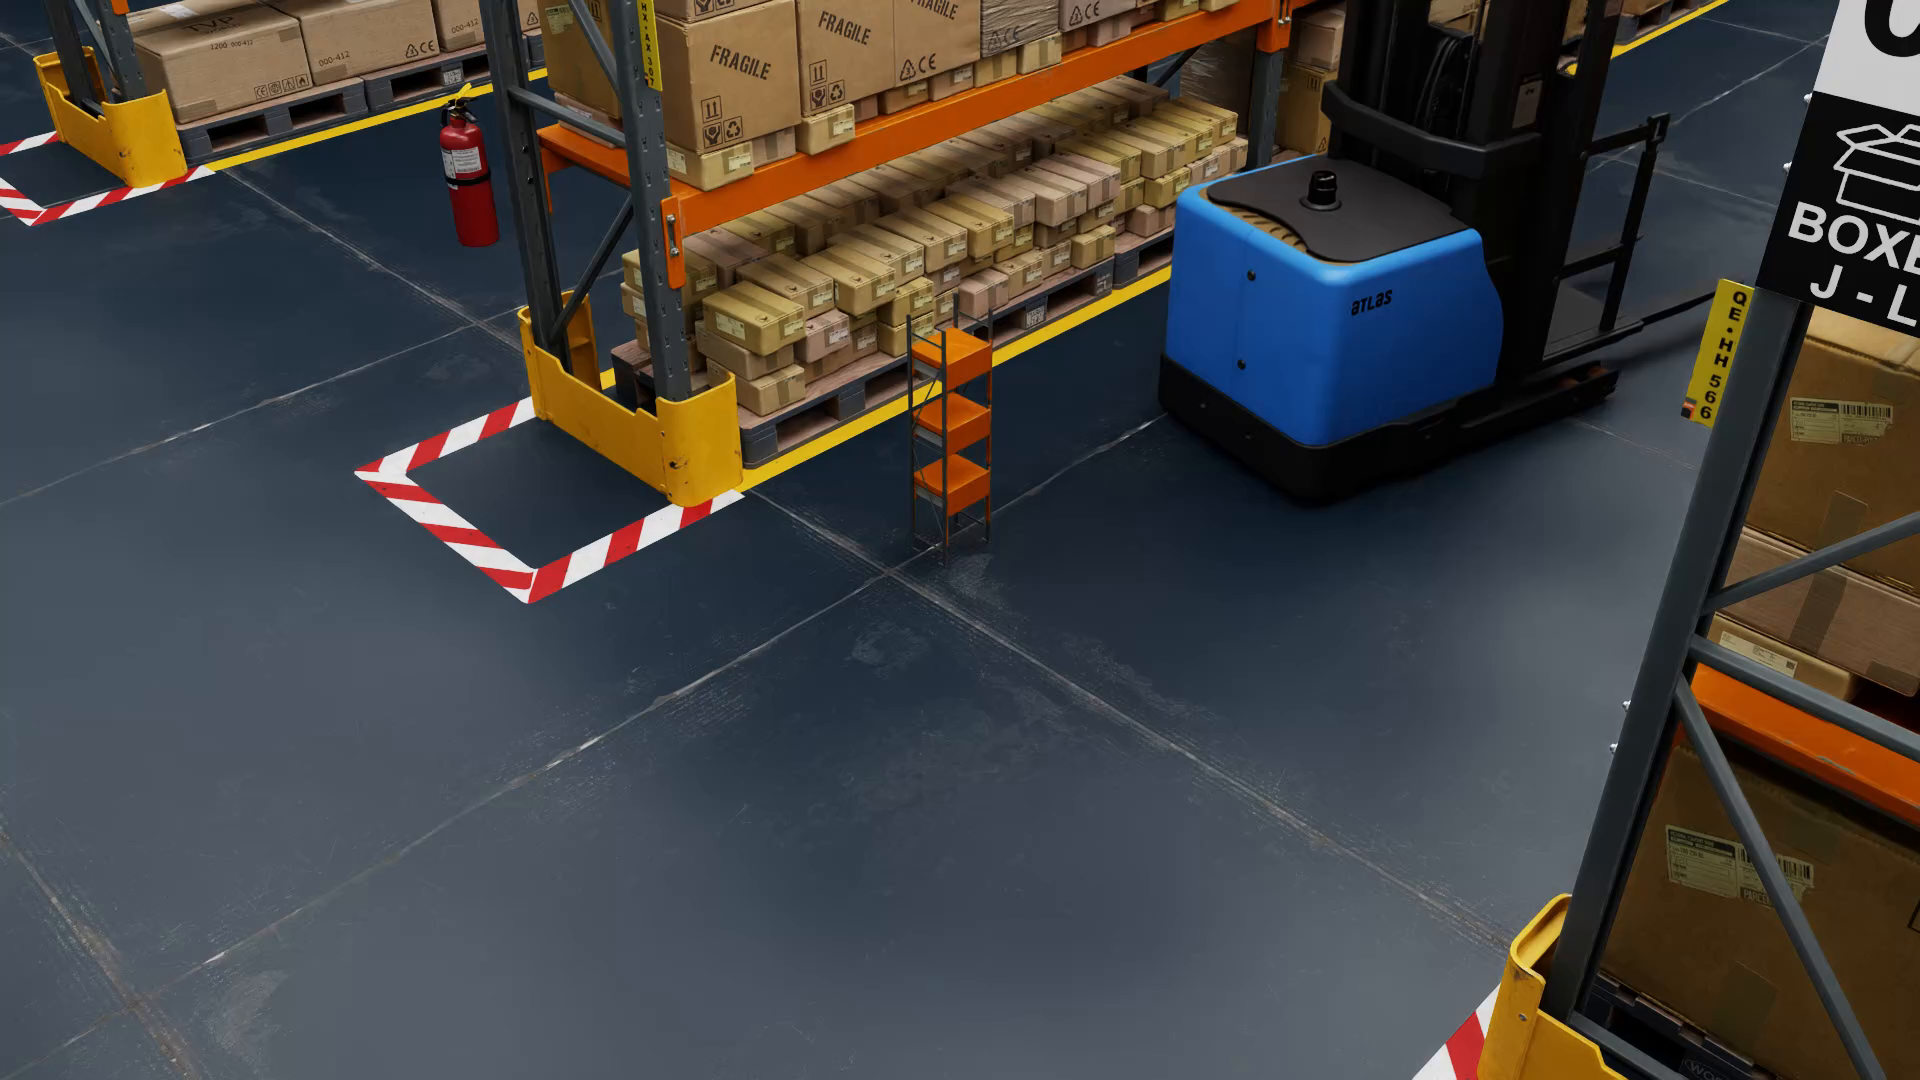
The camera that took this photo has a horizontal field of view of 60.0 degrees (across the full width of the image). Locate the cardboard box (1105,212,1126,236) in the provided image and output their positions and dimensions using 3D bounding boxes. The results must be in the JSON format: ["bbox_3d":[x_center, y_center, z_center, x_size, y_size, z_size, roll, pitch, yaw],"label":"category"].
[{"bbox_3d":[0.641,-1.691,8.678,0.380,0.149,0.250,28,44,34],"label":"cardboard box"}]

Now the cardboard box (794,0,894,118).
[{"bbox_3d":[-0.617,-2.085,6.771,0.500,0.500,0.500,30,45,35],"label":"cardboard box"}]

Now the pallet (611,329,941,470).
[{"bbox_3d":[-0.837,-0.827,7.751,1.003,0.211,1.213,30,45,35],"label":"pallet"}]

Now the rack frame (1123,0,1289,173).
[{"bbox_3d":[1.330,-3.248,8.785,1.000,3.000,0.127,30,45,35],"label":"rack frame"}]

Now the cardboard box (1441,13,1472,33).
[{"bbox_3d":[2.770,-3.021,10.278,0.500,0.500,0.500,-29,44,-35],"label":"cardboard box"}]

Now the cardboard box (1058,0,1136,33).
[{"bbox_3d":[0.472,-2.689,7.636,0.500,0.500,0.500,29,44,35],"label":"cardboard box"}]

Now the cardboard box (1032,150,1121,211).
[{"bbox_3d":[0.578,-1.801,8.315,0.380,0.149,0.250,27,43,33],"label":"cardboard box"}]

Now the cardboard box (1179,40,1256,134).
[{"bbox_3d":[1.673,-2.797,9.956,0.500,0.500,0.500,29,44,35],"label":"cardboard box"}]

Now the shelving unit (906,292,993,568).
[{"bbox_3d":[-0.038,-0.409,6.419,0.215,1.050,0.252,30,45,35],"label":"shelving unit"}]

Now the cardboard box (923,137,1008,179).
[{"bbox_3d":[0.023,-1.899,8.455,0.380,0.149,0.250,28,43,34],"label":"cardboard box"}]

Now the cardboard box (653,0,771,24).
[{"bbox_3d":[-0.984,-2.272,6.165,0.500,0.500,0.500,29,44,35],"label":"cardboard box"}]

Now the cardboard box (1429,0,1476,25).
[{"bbox_3d":[2.774,-3.318,10.048,0.500,0.250,0.500,-28,44,-34],"label":"cardboard box"}]

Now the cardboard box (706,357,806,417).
[{"bbox_3d":[-0.892,-0.711,7.272,0.250,0.149,0.380,-29,44,-35],"label":"cardboard box"}]

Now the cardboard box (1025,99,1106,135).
[{"bbox_3d":[0.561,-2.228,8.927,0.380,0.149,0.250,29,44,35],"label":"cardboard box"}]

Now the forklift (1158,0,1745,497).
[{"bbox_3d":[2.418,-2.011,7.071,3.031,2.935,1.130,-20,39,-26],"label":"forklift"}]

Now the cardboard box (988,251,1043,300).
[{"bbox_3d":[0.188,-1.344,8.180,0.380,0.149,0.250,30,45,35],"label":"cardboard box"}]

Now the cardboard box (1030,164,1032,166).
[{"bbox_3d":[0.395,-1.994,8.852,0.380,0.149,0.250,27,43,33],"label":"cardboard box"}]

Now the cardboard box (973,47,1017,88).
[{"bbox_3d":[0.036,-2.174,7.465,0.250,0.149,0.380,-28,44,-34],"label":"cardboard box"}]

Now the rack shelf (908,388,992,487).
[{"bbox_3d":[-0.038,-0.400,6.425,0.215,0.259,0.240,30,45,35],"label":"rack shelf"}]

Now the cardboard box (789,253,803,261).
[{"bbox_3d":[-0.954,-1.290,7.842,0.380,0.149,0.250,28,43,34],"label":"cardboard box"}]

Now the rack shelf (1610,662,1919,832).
[{"bbox_3d":[3.369,-0.101,4.901,1.077,0.370,4.000,30,45,35],"label":"rack shelf"}]

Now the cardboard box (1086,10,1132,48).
[{"bbox_3d":[0.591,-2.484,7.910,0.380,0.149,0.250,27,43,34],"label":"cardboard box"}]

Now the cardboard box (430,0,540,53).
[{"bbox_3d":[-3.403,-3.748,11.374,0.875,0.438,0.875,28,44,34],"label":"cardboard box"}]

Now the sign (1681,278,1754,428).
[{"bbox_3d":[1.585,-0.380,3.454,0.100,0.325,0.005,30,45,35],"label":"sign"}]

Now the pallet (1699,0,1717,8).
[{"bbox_3d":[5.617,-4.510,13.033,1.003,0.211,1.213,30,45,35],"label":"pallet"}]

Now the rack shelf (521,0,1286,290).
[{"bbox_3d":[-0.079,-2.141,7.826,1.077,0.370,4.000,30,45,35],"label":"rack shelf"}]

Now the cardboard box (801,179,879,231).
[{"bbox_3d":[-0.608,-1.634,8.076,0.250,0.149,0.380,-28,44,-34],"label":"cardboard box"}]

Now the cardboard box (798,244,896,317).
[{"bbox_3d":[-0.501,-1.158,7.393,0.380,0.149,0.250,29,44,35],"label":"cardboard box"}]

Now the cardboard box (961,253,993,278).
[{"bbox_3d":[-0.055,-1.415,8.021,0.250,0.149,0.380,-27,43,-33],"label":"cardboard box"}]

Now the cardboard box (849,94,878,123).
[{"bbox_3d":[-0.564,-1.888,7.055,0.250,0.149,0.380,-28,43,-34],"label":"cardboard box"}]

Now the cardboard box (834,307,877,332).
[{"bbox_3d":[-0.594,-1.082,7.544,0.250,0.149,0.380,-29,44,-35],"label":"cardboard box"}]

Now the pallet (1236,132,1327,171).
[{"bbox_3d":[1.877,-2.421,10.036,1.003,0.211,1.213,30,45,35],"label":"pallet"}]

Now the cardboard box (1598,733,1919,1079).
[{"bbox_3d":[2.354,0.823,4.438,0.875,0.875,0.875,30,45,35],"label":"cardboard box"}]

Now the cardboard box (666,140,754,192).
[{"bbox_3d":[-1.027,-1.520,6.527,0.380,0.149,0.250,29,44,35],"label":"cardboard box"}]

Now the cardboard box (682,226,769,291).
[{"bbox_3d":[-1.077,-1.267,7.549,0.250,0.149,0.380,-29,44,-35],"label":"cardboard box"}]

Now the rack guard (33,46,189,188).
[{"bbox_3d":[-5.089,-2.543,9.959,1.175,0.500,0.348,30,45,35],"label":"rack guard"}]

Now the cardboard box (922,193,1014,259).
[{"bbox_3d":[0.035,-1.489,7.868,0.250,0.149,0.380,-29,44,-35],"label":"cardboard box"}]

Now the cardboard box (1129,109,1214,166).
[{"bbox_3d":[1.112,-2.126,8.781,0.250,0.149,0.380,-29,44,-35],"label":"cardboard box"}]

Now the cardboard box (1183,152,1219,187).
[{"bbox_3d":[1.152,-2.002,8.863,0.380,0.149,0.250,27,43,33],"label":"cardboard box"}]

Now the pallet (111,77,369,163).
[{"bbox_3d":[-4.564,-2.790,10.566,1.003,0.211,1.213,30,45,35],"label":"pallet"}]

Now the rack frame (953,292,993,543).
[{"bbox_3d":[0.048,-0.458,6.490,0.200,1.050,0.008,30,45,35],"label":"rack frame"}]

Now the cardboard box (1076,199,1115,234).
[{"bbox_3d":[0.564,-1.712,8.448,0.250,0.149,0.380,-29,44,-35],"label":"cardboard box"}]

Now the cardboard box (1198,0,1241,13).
[{"bbox_3d":[1.191,-2.786,8.342,0.380,0.149,0.250,28,44,34],"label":"cardboard box"}]

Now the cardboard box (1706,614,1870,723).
[{"bbox_3d":[1.978,0.242,4.001,0.250,0.149,0.380,-29,44,-35],"label":"cardboard box"}]

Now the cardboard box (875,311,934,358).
[{"bbox_3d":[-0.338,-1.013,7.705,0.250,0.149,0.380,-29,44,-35],"label":"cardboard box"}]

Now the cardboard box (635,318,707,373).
[{"bbox_3d":[-1.265,-0.925,7.579,0.250,0.149,0.380,-29,44,-35],"label":"cardboard box"}]
